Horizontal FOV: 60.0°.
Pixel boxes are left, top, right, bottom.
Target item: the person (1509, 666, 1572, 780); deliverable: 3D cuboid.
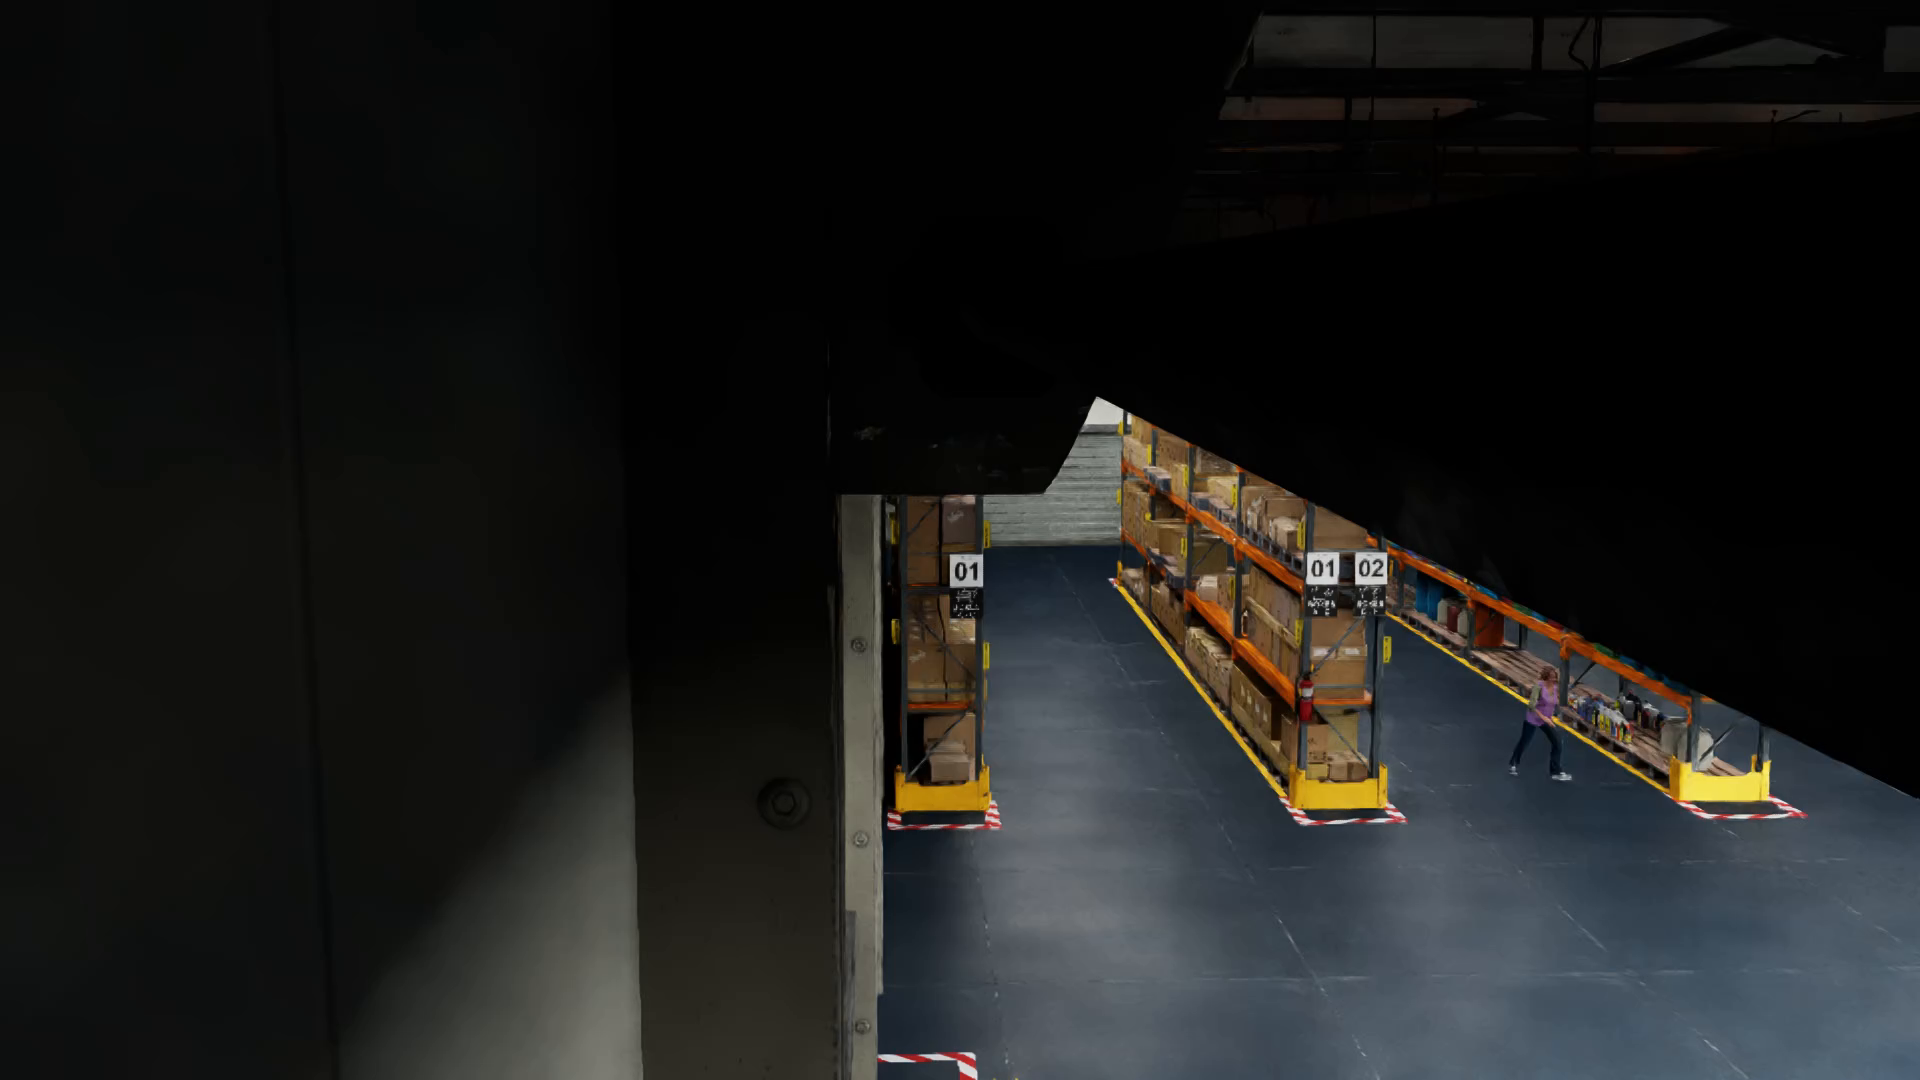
[{"bbox_3d":[7.604,2.373,21.797,0.569,1.515,0.774,-3,9,-21],"label":"person"}]
